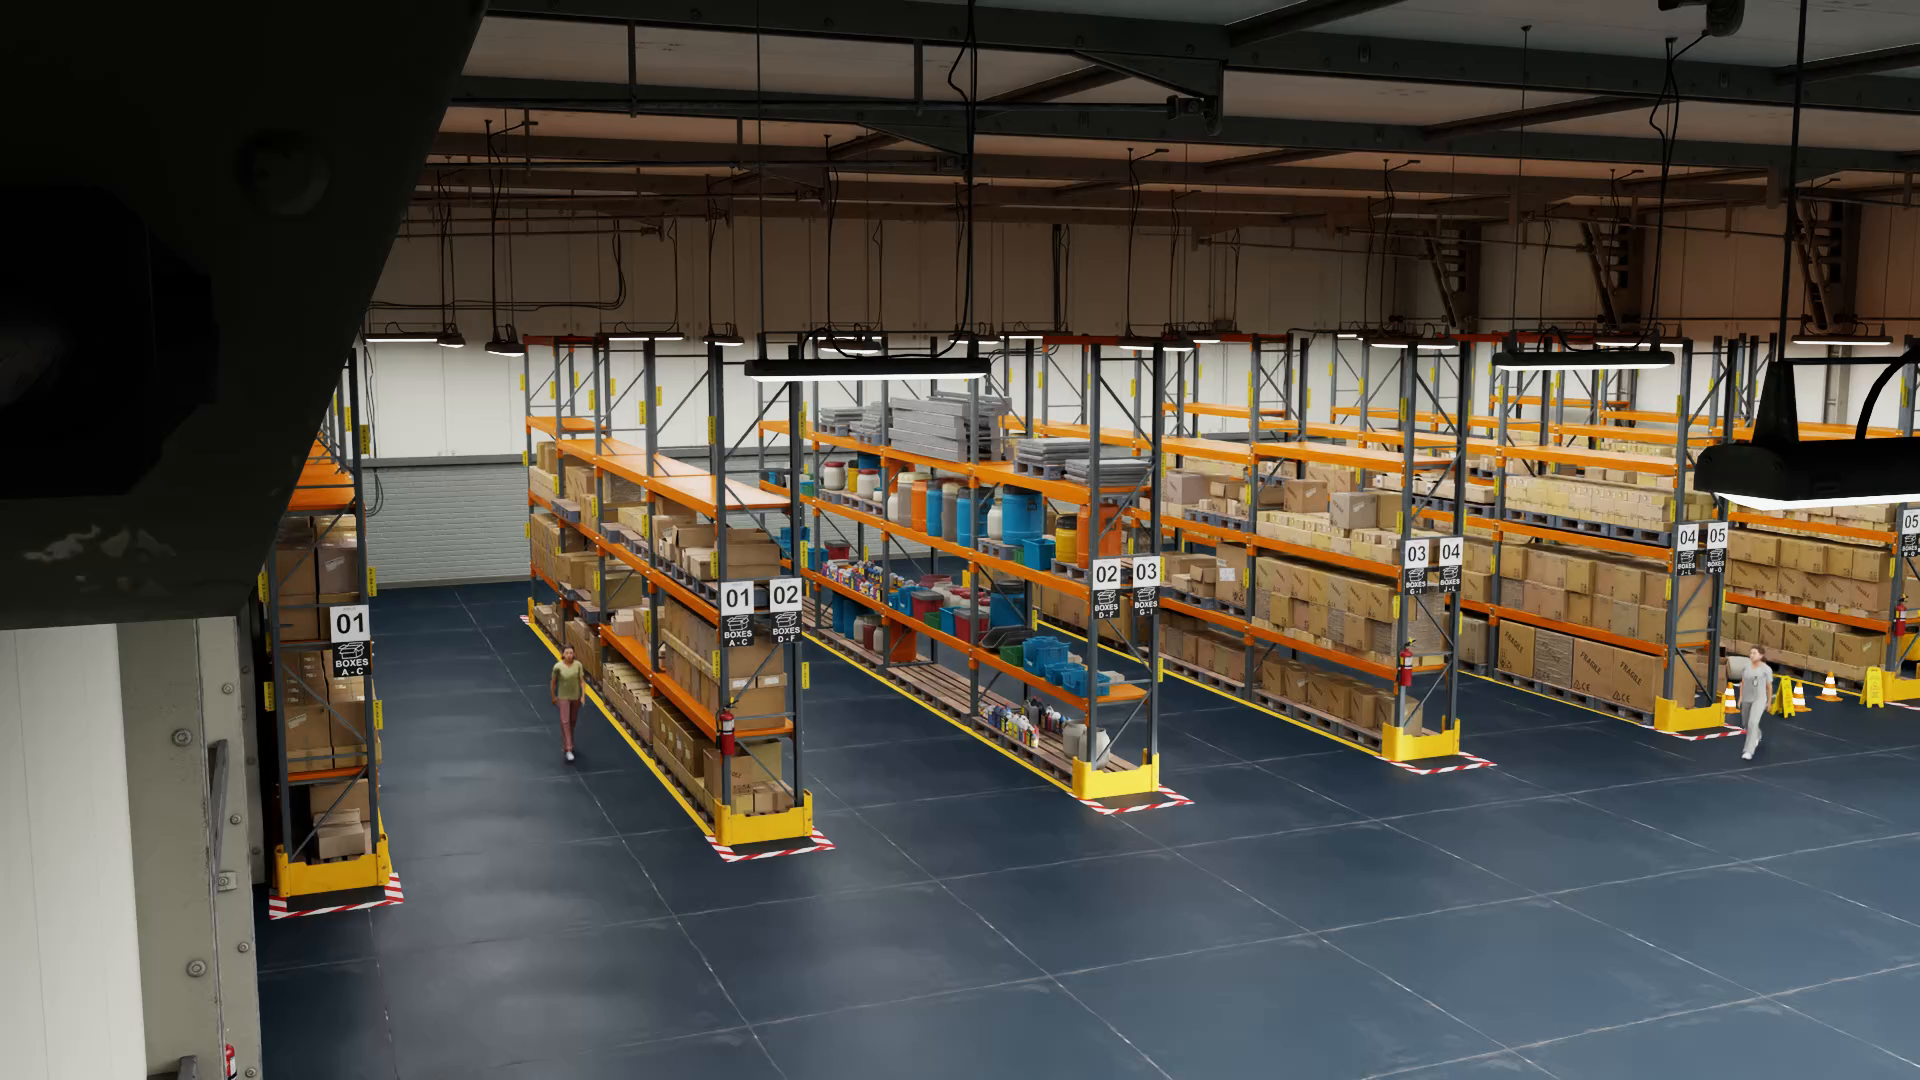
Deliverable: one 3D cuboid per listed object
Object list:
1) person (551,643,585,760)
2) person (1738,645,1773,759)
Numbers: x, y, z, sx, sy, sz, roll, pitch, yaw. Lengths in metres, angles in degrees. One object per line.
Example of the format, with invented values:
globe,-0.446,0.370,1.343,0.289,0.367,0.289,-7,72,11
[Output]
person,-5.638,2.306,24.109,0.458,1.623,0.964,-5,9,-34
person,11.547,2.318,24.113,0.447,1.624,1.002,7,11,44
